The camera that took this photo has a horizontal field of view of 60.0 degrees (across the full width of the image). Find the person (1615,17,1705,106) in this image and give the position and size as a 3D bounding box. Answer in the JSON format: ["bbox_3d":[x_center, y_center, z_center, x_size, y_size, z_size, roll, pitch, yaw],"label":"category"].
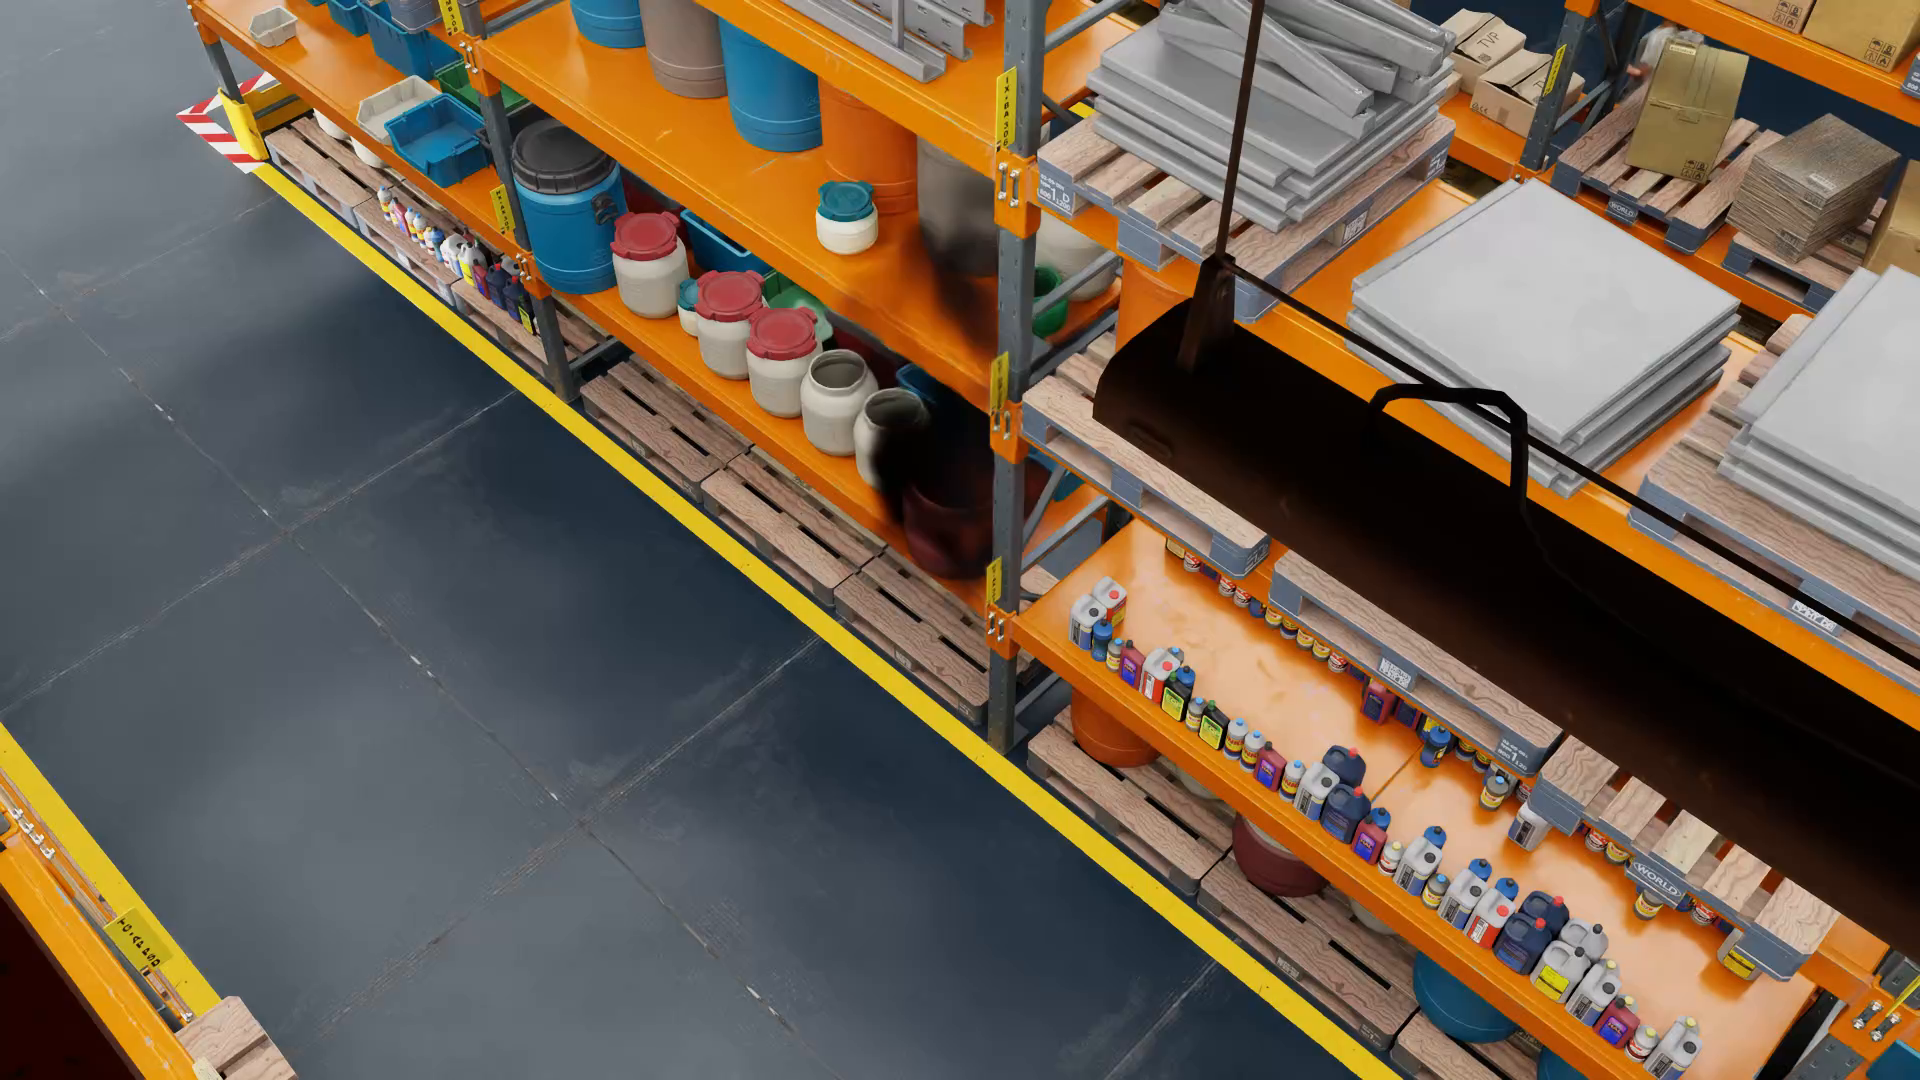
[{"bbox_3d":[4.959,-3.274,12.065,0.609,1.638,0.527,-35,58,-25],"label":"person"}]
